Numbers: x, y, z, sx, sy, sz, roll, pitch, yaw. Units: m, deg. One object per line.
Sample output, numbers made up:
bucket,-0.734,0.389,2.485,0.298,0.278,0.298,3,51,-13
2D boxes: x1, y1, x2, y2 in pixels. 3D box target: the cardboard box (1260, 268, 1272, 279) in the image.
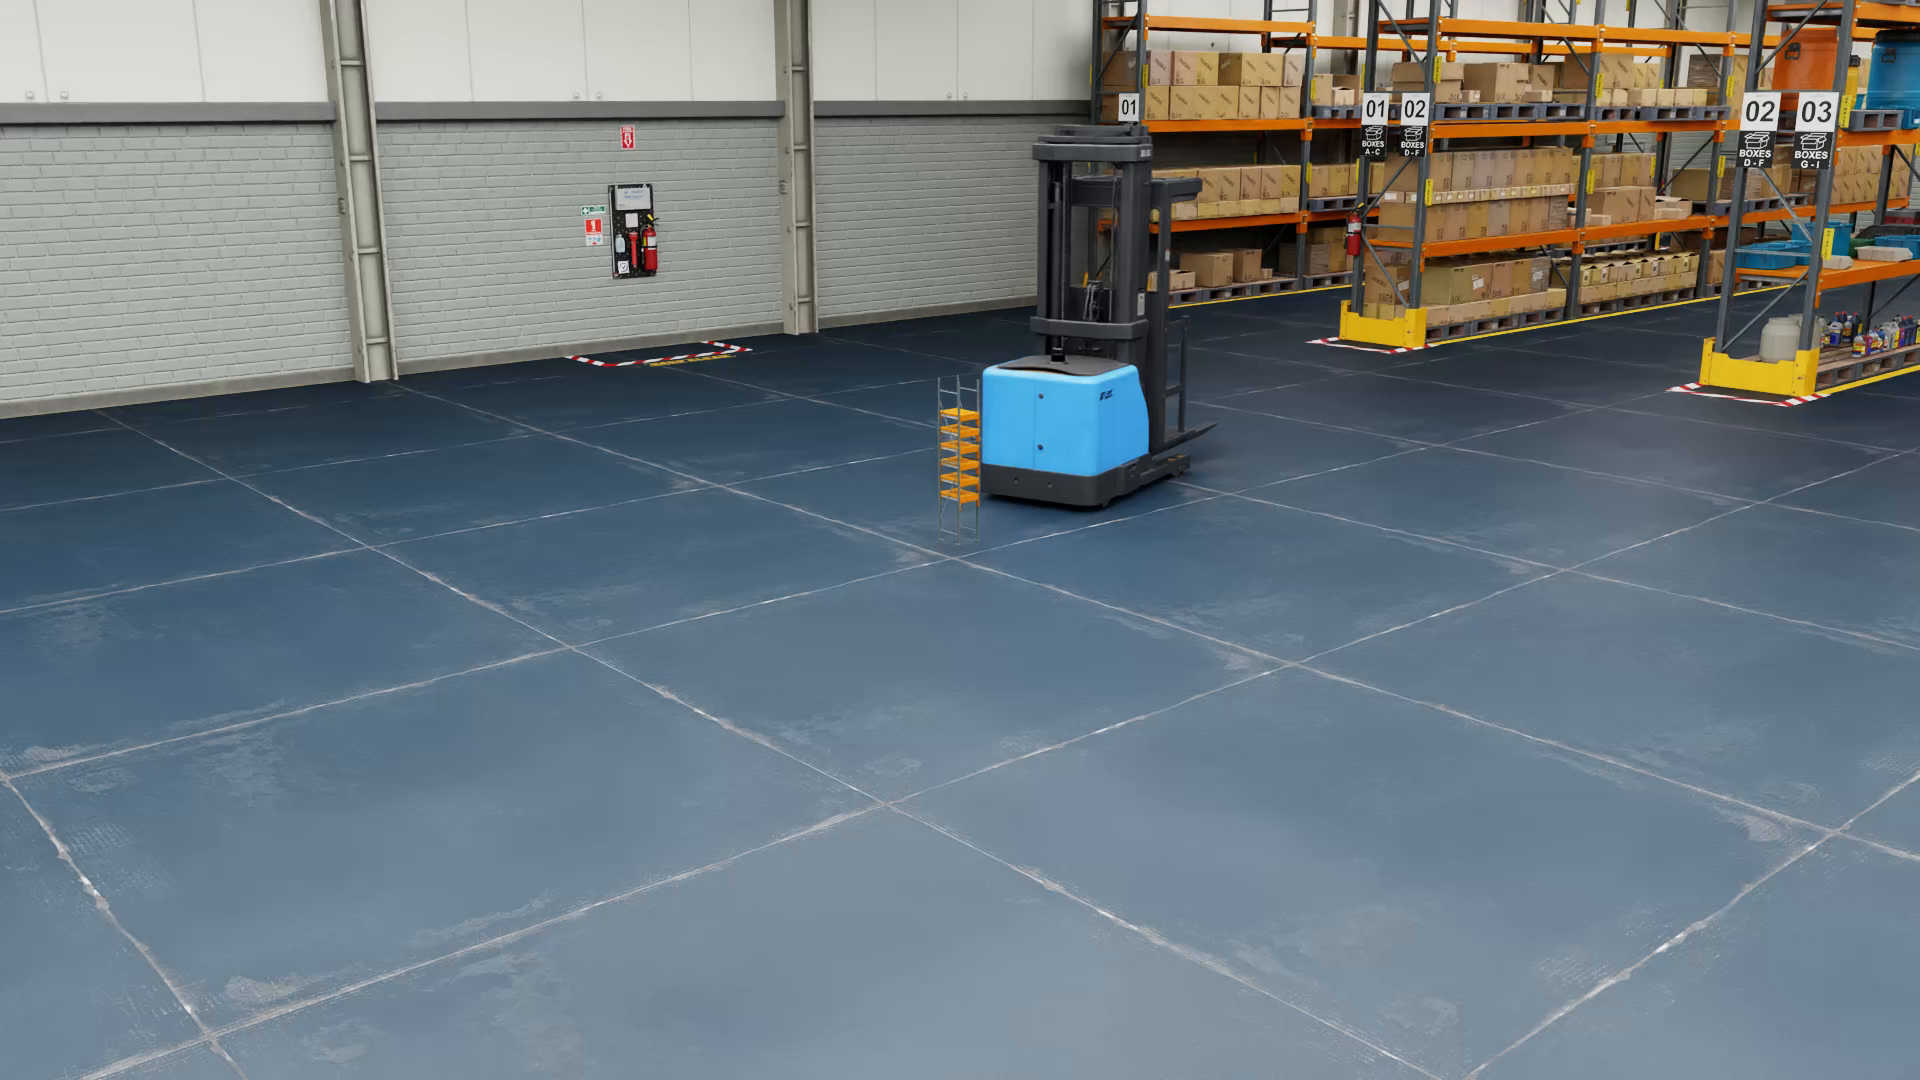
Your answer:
cardboard box,4.996,-4.474,27.824,0.380,0.166,0.250,13,20,40

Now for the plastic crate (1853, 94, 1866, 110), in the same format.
plastic crate,10.107,-4.943,19.163,0.575,0.384,0.392,-13,19,-39

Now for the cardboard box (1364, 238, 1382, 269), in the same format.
cardboard box,7.068,-5.123,29.607,0.500,0.500,0.700,-13,20,-40

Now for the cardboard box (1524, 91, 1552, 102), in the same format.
cardboard box,7.904,-6.104,22.877,0.250,0.149,0.380,-13,19,-39

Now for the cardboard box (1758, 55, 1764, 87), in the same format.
cardboard box,12.755,-7.667,27.195,0.500,0.500,0.500,-13,19,-39

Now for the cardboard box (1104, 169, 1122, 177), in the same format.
cardboard box,2.579,-5.470,25.714,0.500,0.500,0.500,-13,20,-40

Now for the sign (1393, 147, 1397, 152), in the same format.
sign,8.031,-7.071,30.666,0.005,0.325,0.100,-13,19,-39

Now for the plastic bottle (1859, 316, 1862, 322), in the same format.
plastic bottle,11.200,-2.649,20.765,0.133,0.283,0.061,-13,19,-39

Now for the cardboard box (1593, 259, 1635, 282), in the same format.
cardboard box,9.881,-4.102,25.220,0.500,0.311,0.500,-14,20,-41

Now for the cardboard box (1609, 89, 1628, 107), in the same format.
cardboard box,9.518,-6.539,24.581,0.500,0.250,0.500,14,20,42

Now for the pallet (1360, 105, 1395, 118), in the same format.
pallet,6.696,-7.345,28.488,1.003,0.211,1.213,-13,19,-39

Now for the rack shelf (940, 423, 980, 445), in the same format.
rack shelf,-0.011,-0.766,12.036,0.180,0.103,0.258,-13,19,-39

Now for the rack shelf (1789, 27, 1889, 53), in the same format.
rack shelf,16.178,-9.006,29.930,4.000,0.370,1.077,-13,19,-39

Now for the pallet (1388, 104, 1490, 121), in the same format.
pallet,6.168,-5.607,21.786,1.213,0.211,1.003,-13,19,-39

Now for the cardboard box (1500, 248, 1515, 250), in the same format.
cardboard box,10.342,-5.960,32.101,0.750,0.750,0.750,-12,19,-38

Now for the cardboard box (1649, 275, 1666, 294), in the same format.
cardboard box,10.648,-4.006,25.948,0.500,0.250,0.500,-12,19,-38

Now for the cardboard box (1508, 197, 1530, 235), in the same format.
cardboard box,7.529,-4.560,23.315,0.500,0.500,0.700,-12,19,-39

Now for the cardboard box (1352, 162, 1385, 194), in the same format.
cardboard box,7.124,-6.368,29.232,0.500,0.500,0.700,-13,19,-39

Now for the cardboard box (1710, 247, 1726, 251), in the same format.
cardboard box,12.574,-4.557,27.488,0.500,0.500,0.500,-14,20,-41

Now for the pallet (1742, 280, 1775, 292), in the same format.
pallet,13.160,-4.418,28.381,1.213,0.211,1.003,-13,19,-39

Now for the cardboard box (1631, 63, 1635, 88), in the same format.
cardboard box,13.287,-9.400,33.646,0.500,0.500,0.500,-14,20,-42

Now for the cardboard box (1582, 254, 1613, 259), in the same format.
cardboard box,9.900,-4.291,25.928,0.500,0.311,0.500,-13,20,-40

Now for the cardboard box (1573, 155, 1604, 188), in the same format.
cardboard box,12.389,-7.438,33.703,0.700,0.700,0.980,-13,20,-41

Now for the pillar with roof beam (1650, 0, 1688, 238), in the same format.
pillar with roof beam,18.728,-10.446,33.918,0.400,9.000,9.100,-13,19,-39

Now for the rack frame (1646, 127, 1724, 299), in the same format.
rack frame,11.652,-5.441,26.805,0.127,3.000,1.000,-13,19,-39

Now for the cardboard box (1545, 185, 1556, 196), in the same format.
cardboard box,8.186,-4.950,23.520,0.250,0.149,0.380,-13,20,-41

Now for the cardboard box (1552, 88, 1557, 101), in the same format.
cardboard box,11.777,-8.871,33.120,0.500,0.250,0.500,-12,19,-39

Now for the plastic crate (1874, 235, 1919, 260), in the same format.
plastic crate,11.227,-3.486,19.776,0.616,0.251,0.499,-13,19,-39

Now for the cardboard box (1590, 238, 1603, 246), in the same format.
cardboard box,12.816,-6.355,34.258,0.500,0.500,0.700,-12,19,-38

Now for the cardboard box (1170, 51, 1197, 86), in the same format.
cardboard box,3.224,-7.132,25.157,0.500,0.500,0.500,-13,20,-40

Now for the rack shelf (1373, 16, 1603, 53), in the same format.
rack shelf,7.126,-6.782,22.370,4.000,0.370,1.077,-13,19,-39

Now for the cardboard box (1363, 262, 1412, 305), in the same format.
cardboard box,5.826,-3.471,22.493,0.500,0.500,0.500,-13,19,-39

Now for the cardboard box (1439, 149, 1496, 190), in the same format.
cardboard box,6.791,-5.022,22.530,0.500,0.500,0.700,-13,19,-39

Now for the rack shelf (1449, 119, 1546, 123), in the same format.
rack shelf,9.906,-7.845,31.388,4.000,0.370,1.077,-13,19,-39

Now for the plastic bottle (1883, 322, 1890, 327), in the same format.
plastic bottle,11.326,-2.521,20.303,0.135,0.276,0.152,-13,19,-39

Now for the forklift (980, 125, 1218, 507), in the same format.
forklift,1.347,-2.004,14.073,1.130,2.935,3.031,9,17,29

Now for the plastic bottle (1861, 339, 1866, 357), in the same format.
plastic bottle,10.516,-2.245,19.412,0.097,0.201,0.097,0,15,0

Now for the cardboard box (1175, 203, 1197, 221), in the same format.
cardboard box,3.321,-5.098,25.774,0.500,0.250,0.500,-13,20,-41

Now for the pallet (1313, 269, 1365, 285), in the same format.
pallet,6.887,-4.719,29.509,1.213,0.211,1.003,-13,19,-39

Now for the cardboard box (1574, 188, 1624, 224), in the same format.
cardboard box,9.622,-5.027,25.065,0.500,0.500,0.500,-11,18,-35

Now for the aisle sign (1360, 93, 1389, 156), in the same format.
aisle sign,5.375,-5.387,21.569,0.004,0.787,0.394,-13,19,-39

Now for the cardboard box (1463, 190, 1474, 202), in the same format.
cardboard box,6.633,-4.601,22.212,0.250,0.149,0.380,-13,20,-40

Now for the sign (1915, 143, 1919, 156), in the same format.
sign,18.036,-7.396,31.272,0.005,0.325,0.100,-13,19,-39

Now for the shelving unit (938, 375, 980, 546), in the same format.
shelving unit,-0.011,-0.577,12.086,0.189,1.200,0.258,-13,19,-39

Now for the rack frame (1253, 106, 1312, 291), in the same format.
rack frame,5.380,-5.727,27.877,0.127,3.000,1.000,-13,19,-39

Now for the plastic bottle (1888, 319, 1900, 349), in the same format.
plastic bottle,11.198,-2.478,19.996,0.185,0.351,0.144,-13,20,-40

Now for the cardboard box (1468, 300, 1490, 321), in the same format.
cardboard box,6.920,-3.177,22.847,0.500,0.250,0.500,-13,19,-39

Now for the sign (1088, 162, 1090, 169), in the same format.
sign,2.013,-5.873,25.567,0.005,0.325,0.100,-13,19,-39

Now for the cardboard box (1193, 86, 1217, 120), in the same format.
cardboard box,3.597,-6.737,25.614,0.500,0.500,0.500,-12,19,-37

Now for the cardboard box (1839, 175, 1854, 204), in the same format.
cardboard box,15.617,-6.287,29.781,0.500,0.500,0.500,-12,19,-38

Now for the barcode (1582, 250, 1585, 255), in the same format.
barcode,9.100,-4.194,24.269,0.075,0.075,0.001,-13,19,-39

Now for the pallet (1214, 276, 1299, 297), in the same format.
pallet,4.897,-4.259,27.785,1.213,0.211,1.003,-13,19,-39

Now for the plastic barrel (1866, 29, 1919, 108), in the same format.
plastic barrel,11.062,-5.544,19.597,0.708,0.901,0.600,-13,19,-39

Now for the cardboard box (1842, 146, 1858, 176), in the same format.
cardboard box,15.599,-6.762,29.622,0.500,0.500,0.500,-13,20,-41

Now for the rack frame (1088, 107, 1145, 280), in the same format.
rack frame,2.363,-5.049,25.340,0.127,3.000,1.000,-13,19,-39
